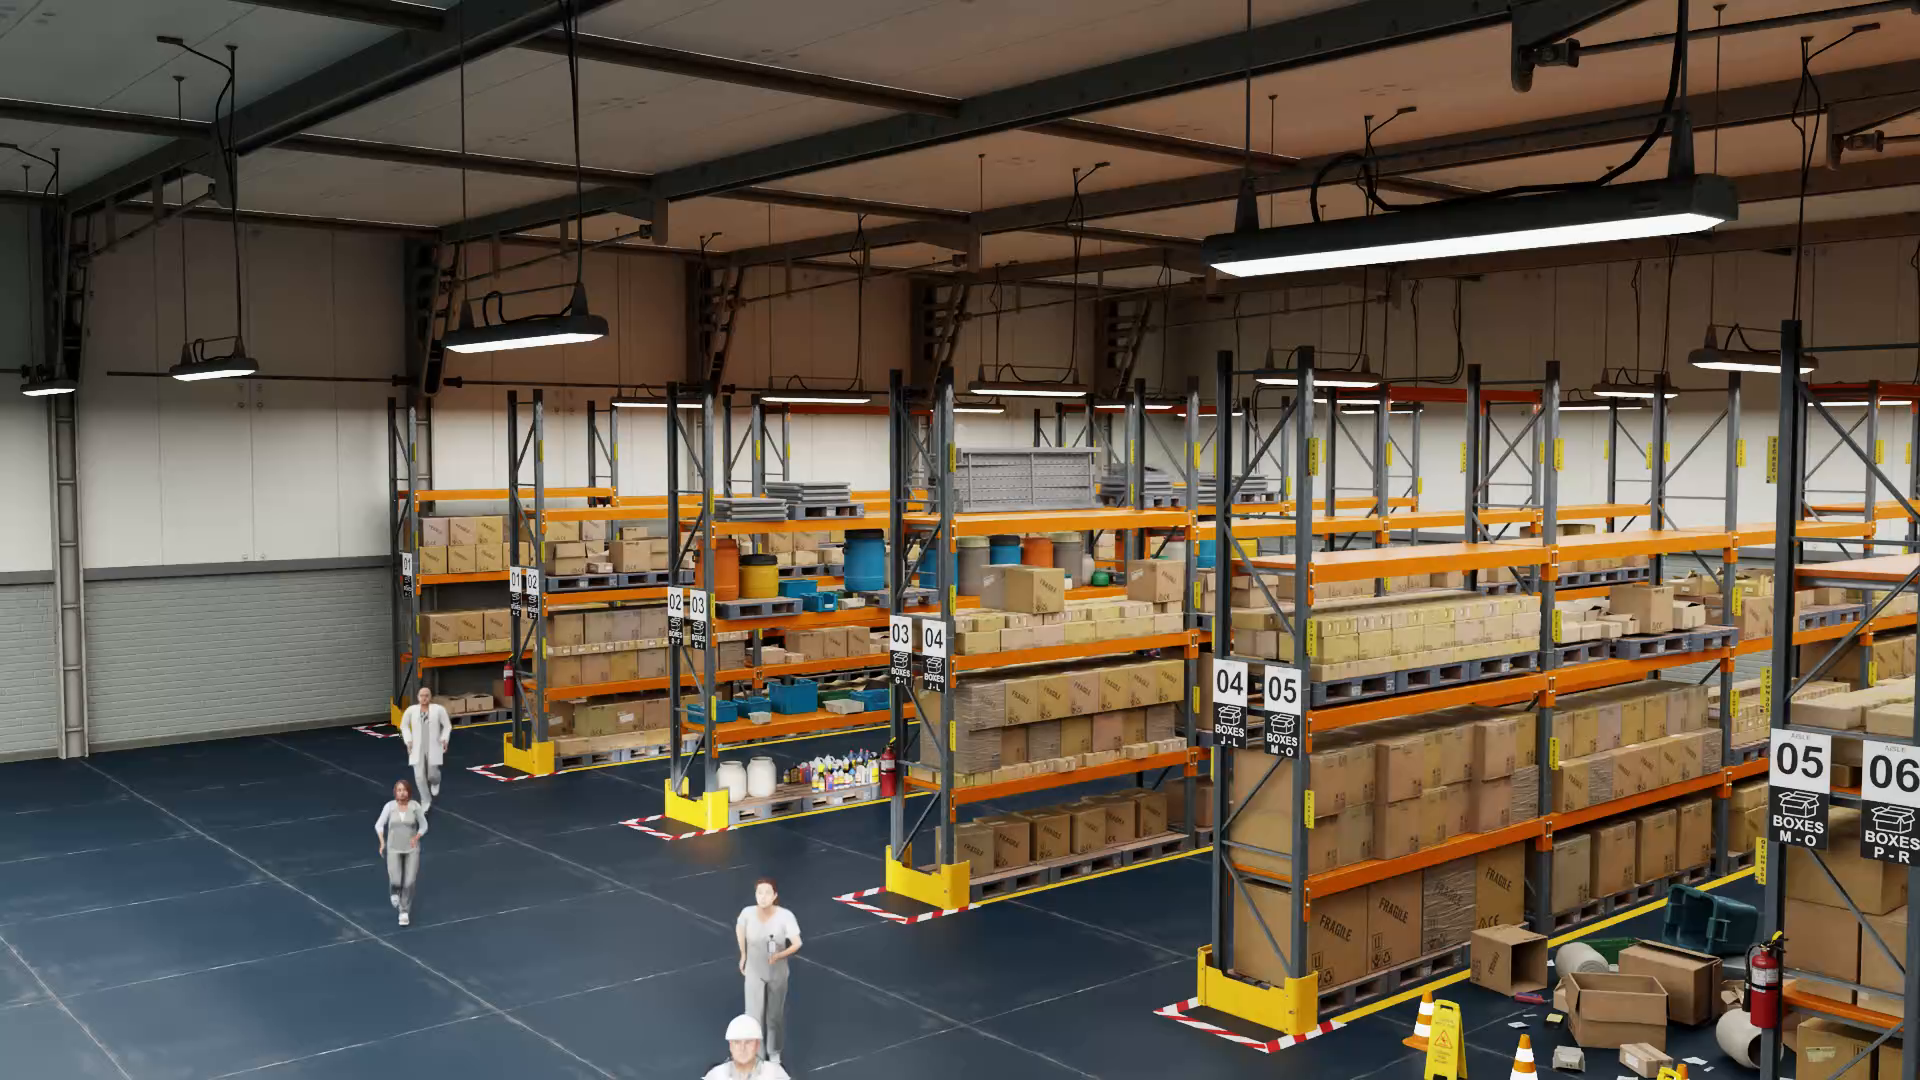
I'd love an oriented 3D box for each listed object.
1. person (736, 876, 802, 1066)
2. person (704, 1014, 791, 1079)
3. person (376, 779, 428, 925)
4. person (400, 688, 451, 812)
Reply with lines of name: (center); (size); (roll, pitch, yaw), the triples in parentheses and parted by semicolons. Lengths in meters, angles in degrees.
person: (-1.544, 3.547, 13.430); (0.554, 1.716, 0.777); (0, 3, -1)
person: (-1.273, 3.707, 9.925); (0.670, 1.746, 0.878); (0, 3, -3)
person: (-5.990, 3.349, 17.870); (0.536, 1.555, 0.544); (-1, 4, -20)
person: (-7.562, 2.935, 23.553); (0.694, 1.731, 0.695); (-1, 3, -13)
